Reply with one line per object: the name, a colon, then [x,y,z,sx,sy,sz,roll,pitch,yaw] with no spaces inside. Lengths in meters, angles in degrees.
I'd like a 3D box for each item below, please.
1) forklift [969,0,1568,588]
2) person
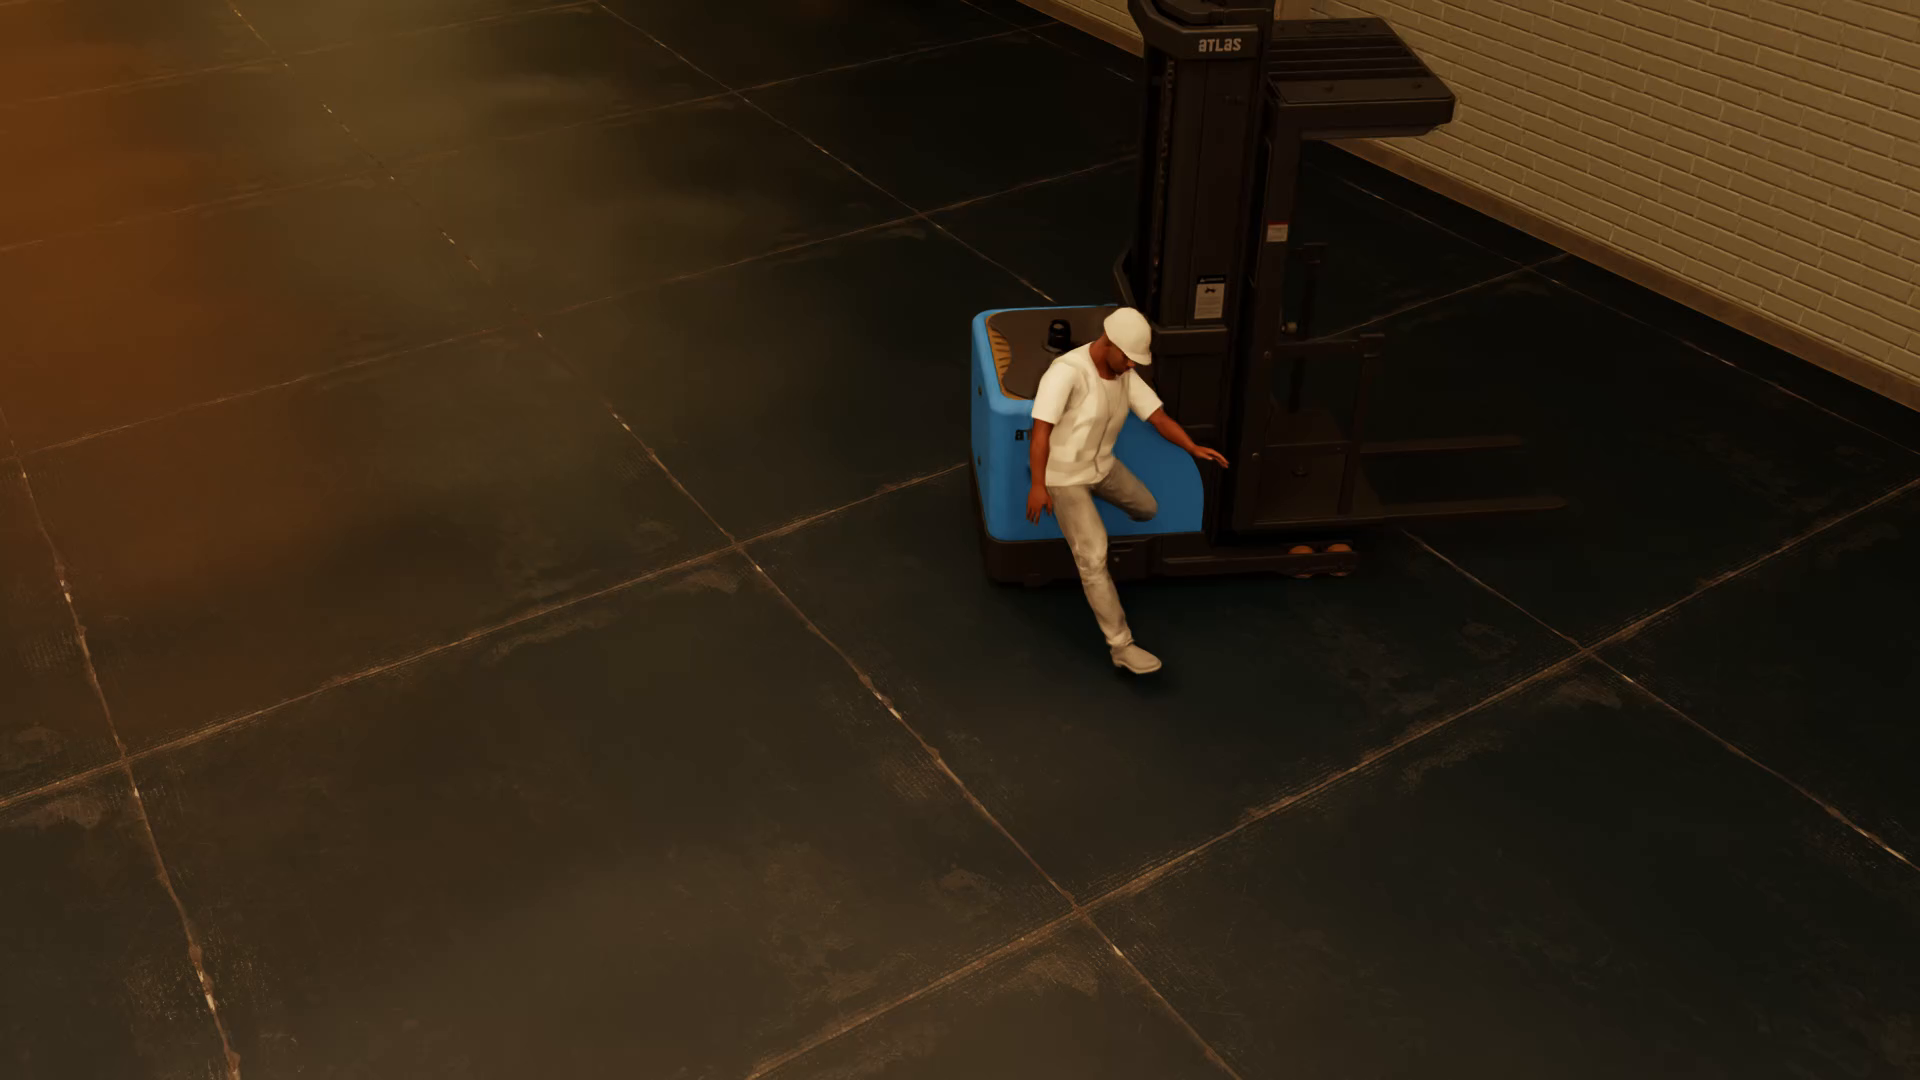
forklift: [1.595,-1.305,8.005,3.031,2.935,1.130,-3,35,-4]
person: [0.792,-0.299,7.713,1.005,1.561,1.038,-30,45,-35]
